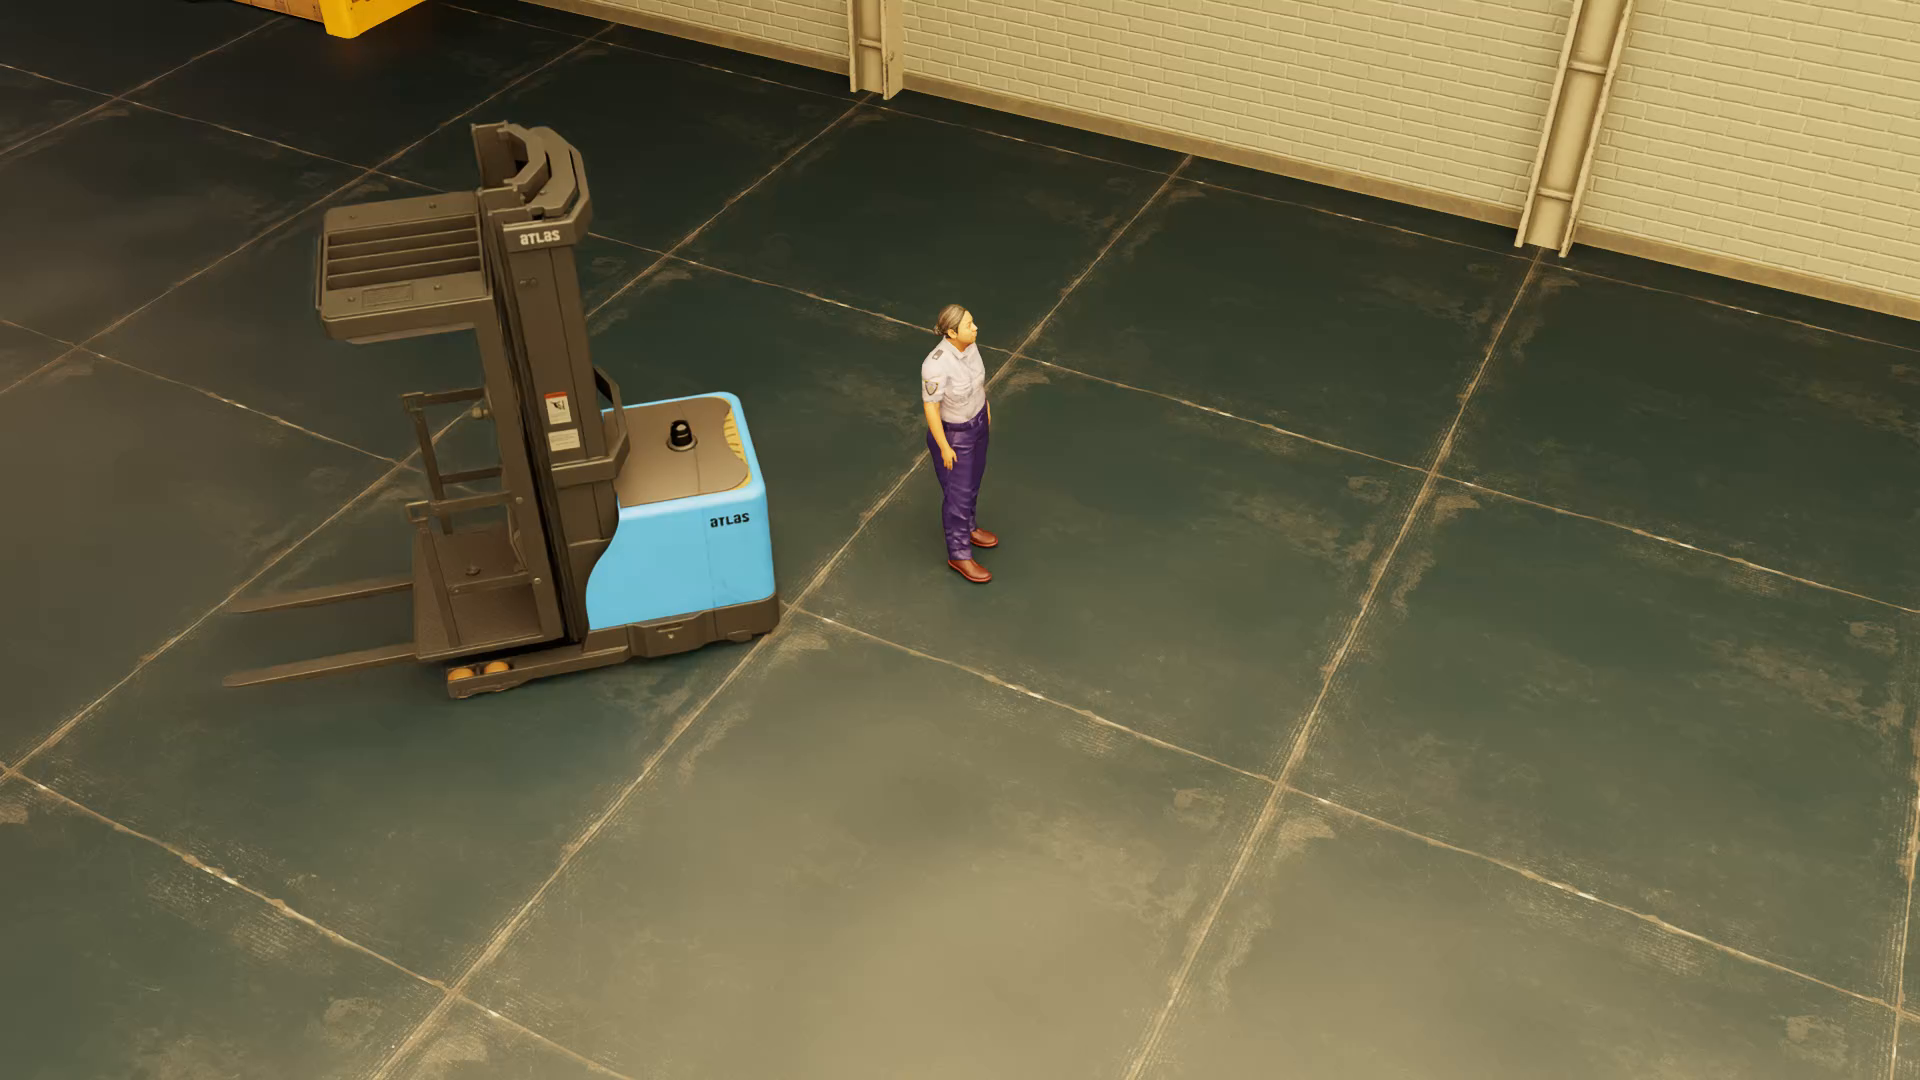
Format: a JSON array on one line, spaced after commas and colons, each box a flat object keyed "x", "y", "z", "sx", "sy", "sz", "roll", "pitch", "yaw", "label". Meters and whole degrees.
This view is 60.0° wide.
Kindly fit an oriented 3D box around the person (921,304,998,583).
[{"x": 0.069, "y": -0.597, "z": 9.680, "sx": 0.503, "sy": 1.650, "sz": 0.599, "roll": 18, "pitch": 43, "yaw": 21, "label": "person"}]

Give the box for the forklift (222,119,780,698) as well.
[{"x": -2.613, "y": -0.625, "z": 8.728, "sx": 3.031, "sy": 2.935, "sz": 1.130, "roll": -10, "pitch": 41, "yaw": -12, "label": "forklift"}]
